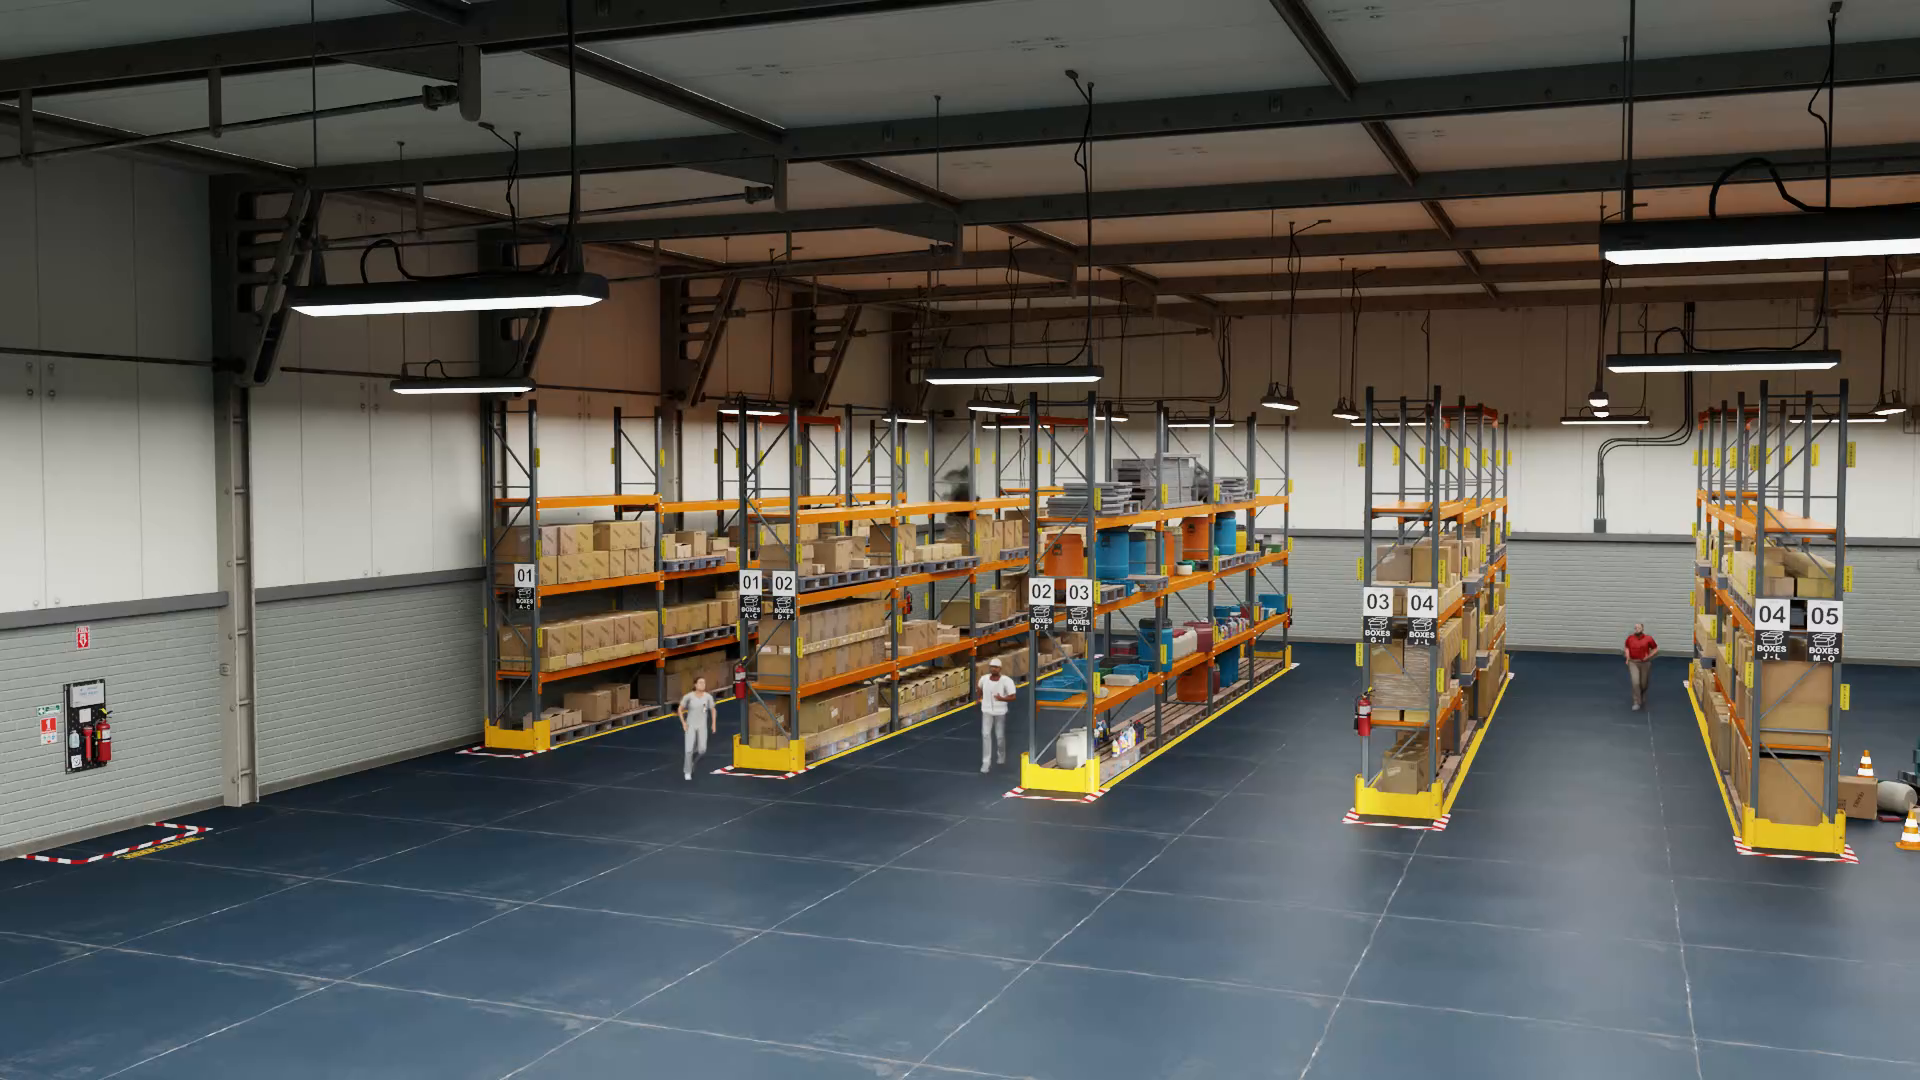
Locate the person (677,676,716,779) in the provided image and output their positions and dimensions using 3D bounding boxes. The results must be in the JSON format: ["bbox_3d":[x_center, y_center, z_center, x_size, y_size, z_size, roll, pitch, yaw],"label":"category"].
[{"bbox_3d":[-4.099,2.998,25.964,0.607,1.453,0.535,-1,3,-16],"label":"person"}]

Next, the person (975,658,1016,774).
[{"bbox_3d":[0.564,2.792,26.649,0.699,1.812,0.788,1,3,12],"label":"person"}]

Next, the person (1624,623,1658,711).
[{"bbox_3d":[13.603,2.521,33.261,0.655,1.727,0.795,2,3,29],"label":"person"}]
